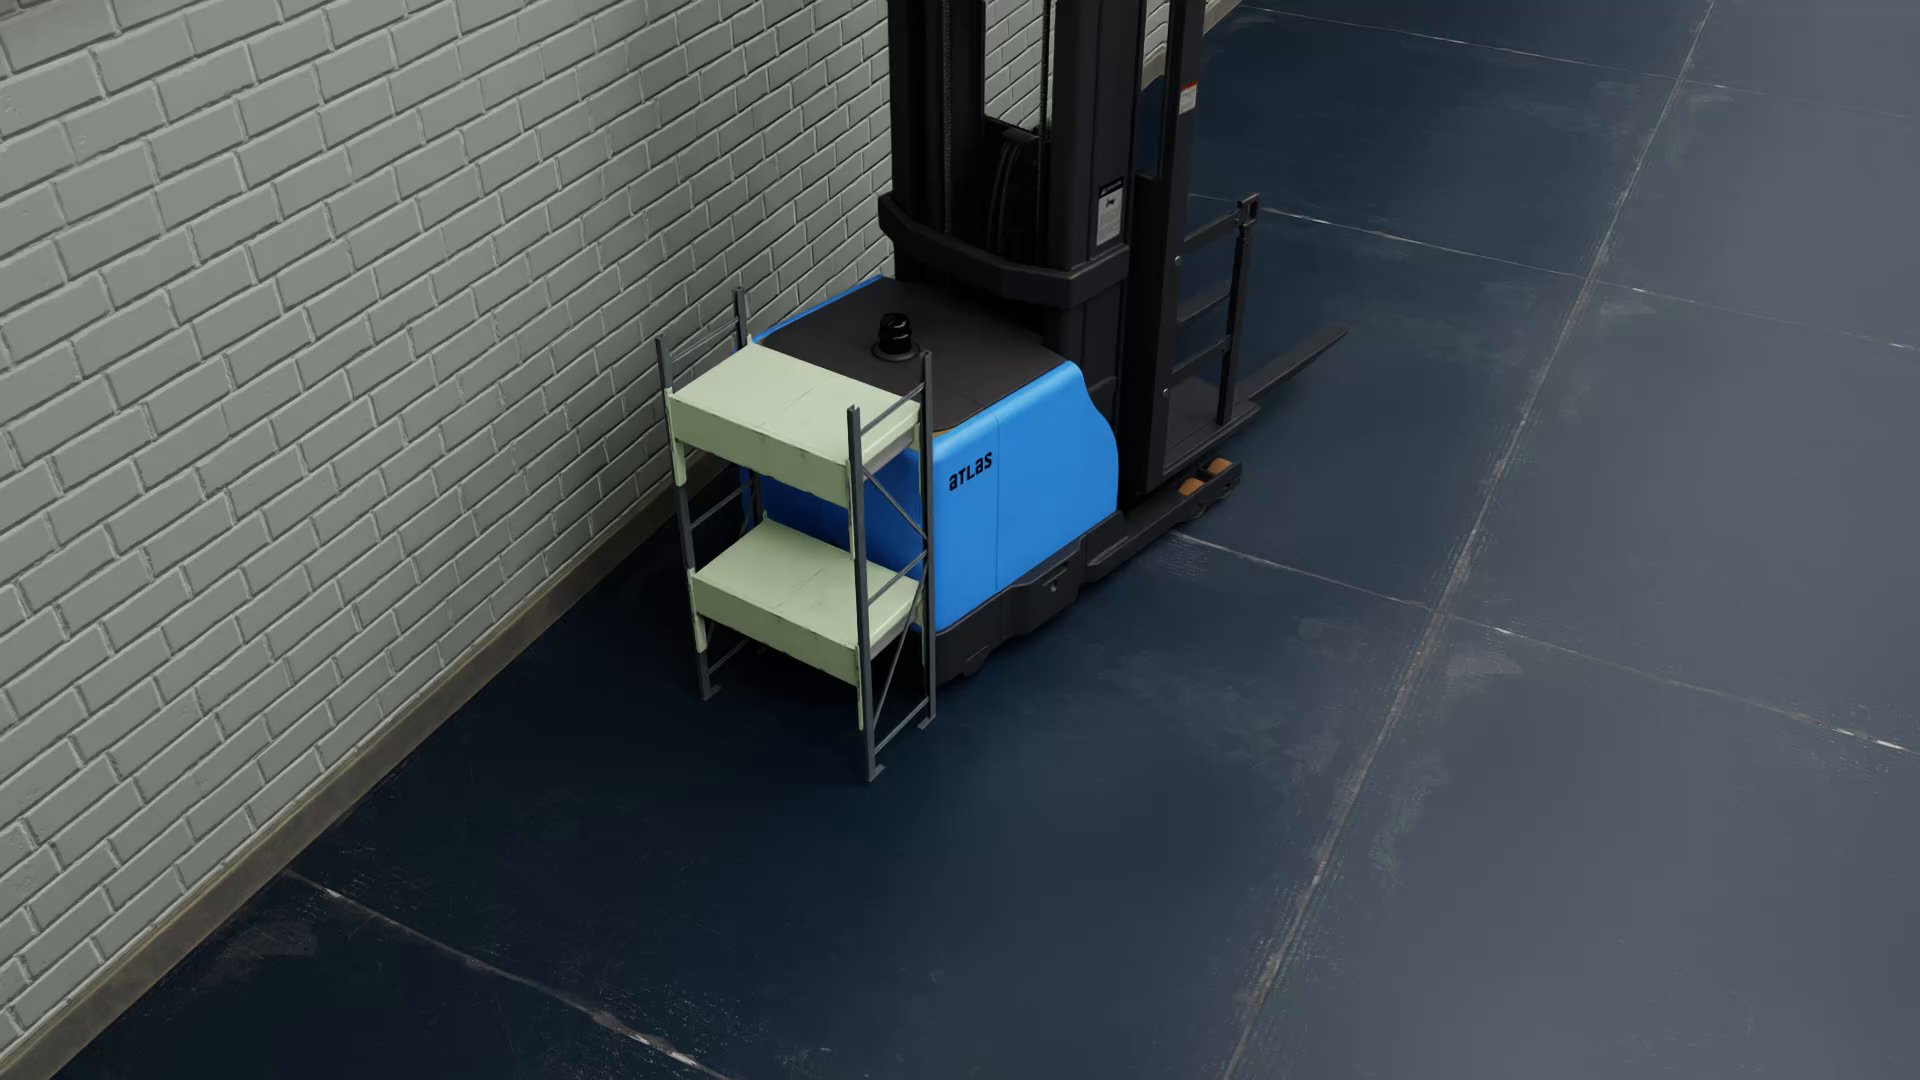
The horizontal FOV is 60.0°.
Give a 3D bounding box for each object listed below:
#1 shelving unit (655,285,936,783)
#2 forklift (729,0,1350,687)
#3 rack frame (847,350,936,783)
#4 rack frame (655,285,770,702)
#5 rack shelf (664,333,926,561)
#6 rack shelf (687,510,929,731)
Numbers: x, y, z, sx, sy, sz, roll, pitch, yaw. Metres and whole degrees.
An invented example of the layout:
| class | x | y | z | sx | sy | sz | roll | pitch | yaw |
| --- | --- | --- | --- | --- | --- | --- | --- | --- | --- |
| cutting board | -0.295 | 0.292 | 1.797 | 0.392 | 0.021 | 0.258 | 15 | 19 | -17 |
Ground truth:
| class | x | y | z | sx | sy | sz | roll | pitch | yaw |
| --- | --- | --- | --- | --- | --- | --- | --- | --- | --- |
| shelving unit | -0.510 | 0.004 | 5.504 | 0.755 | 1.500 | 0.431 | 22 | 42 | 26 |
| forklift | 0.532 | -1.444 | 6.229 | 1.130 | 2.935 | 3.031 | 29 | 46 | 33 |
| rack frame | -0.205 | 0.127 | 5.342 | 0.023 | 1.500 | 0.400 | 22 | 42 | 26 |
| rack frame | -0.814 | -0.119 | 5.666 | 0.023 | 1.500 | 0.400 | 22 | 42 | 26 |
| rack shelf | -0.510 | -0.307 | 5.268 | 0.720 | 0.370 | 0.431 | 22 | 42 | 26 |
| rack shelf | -0.510 | 0.264 | 5.701 | 0.720 | 0.370 | 0.431 | 22 | 42 | 26 |
